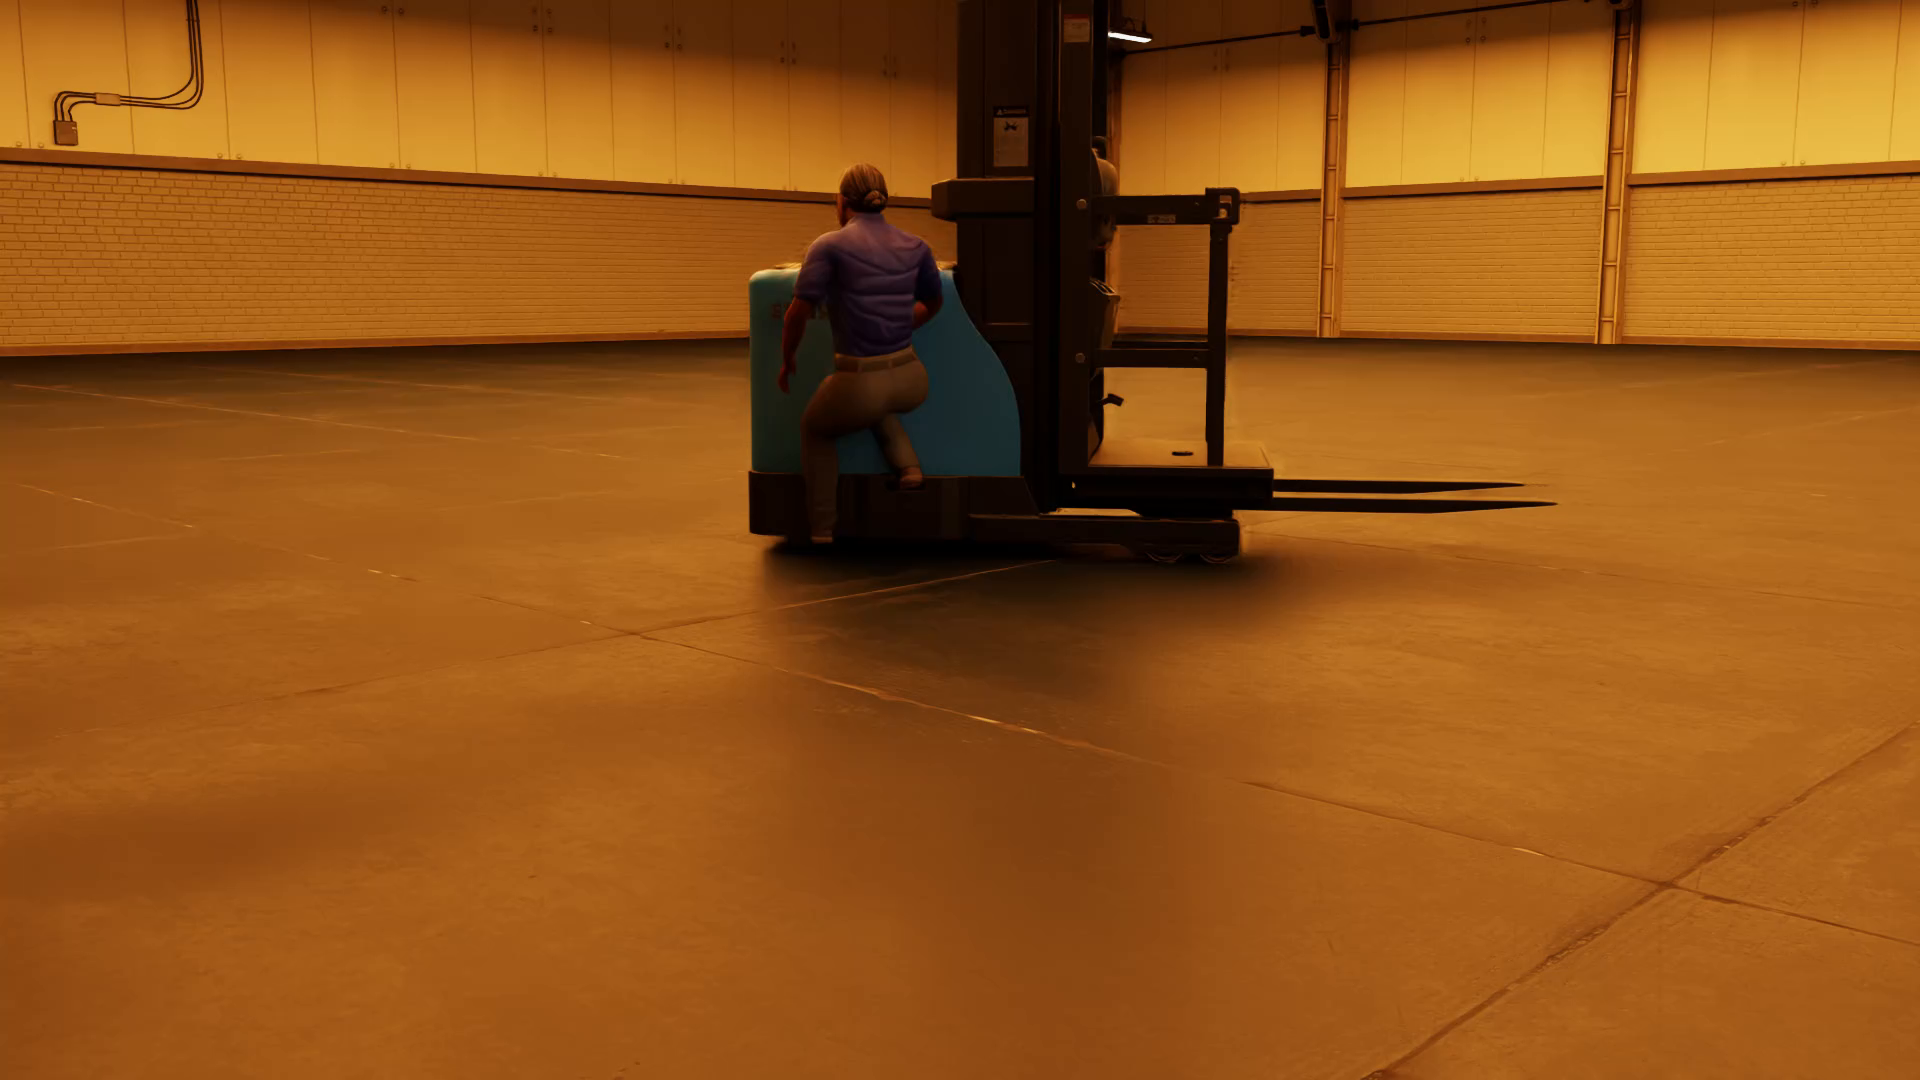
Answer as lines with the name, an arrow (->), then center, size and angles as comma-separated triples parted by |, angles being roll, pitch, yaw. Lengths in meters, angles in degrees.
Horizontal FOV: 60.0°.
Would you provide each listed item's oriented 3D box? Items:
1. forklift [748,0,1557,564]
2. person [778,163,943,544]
forklift -> 0.743, -1.444, 6.465 | 3.031, 2.935, 1.130 | 1, 9, 8
person -> -0.423, -0.656, 6.097 | 0.721, 1.393, 0.800 | -6, 10, -33
